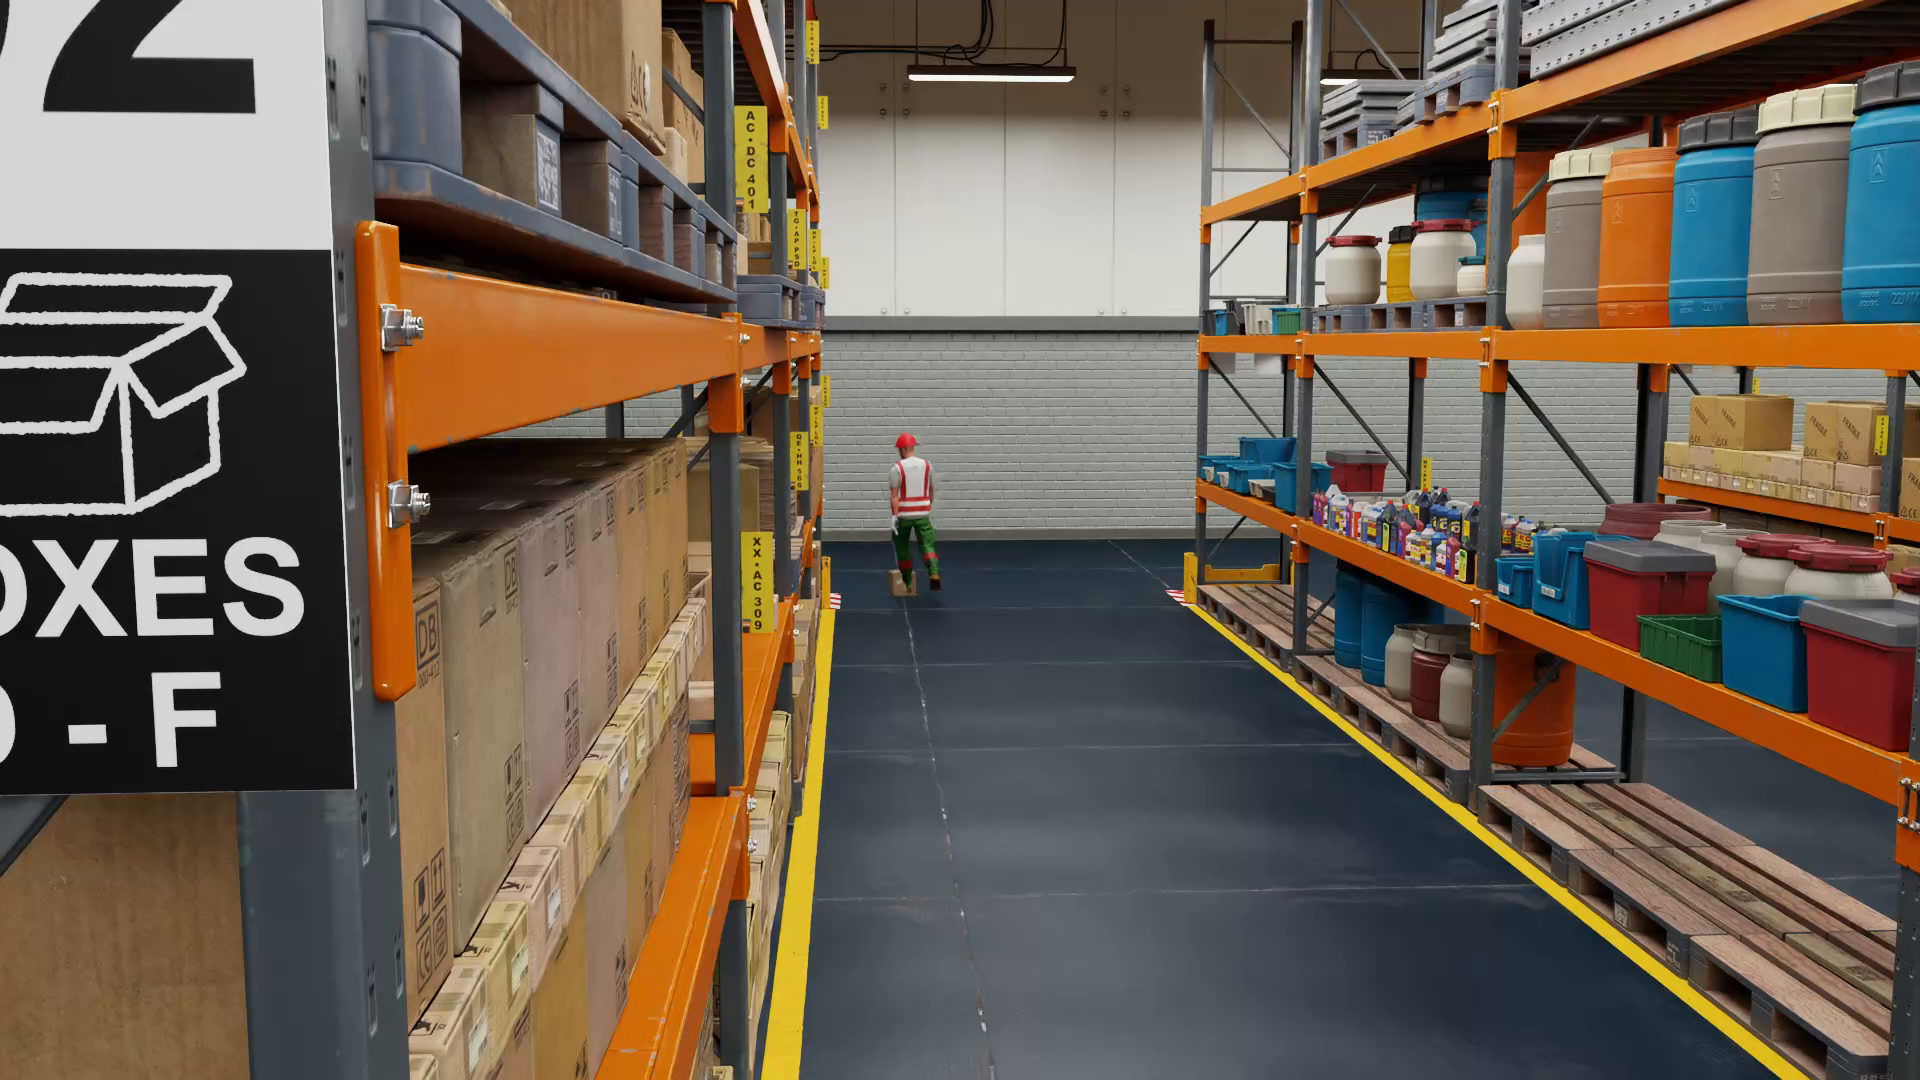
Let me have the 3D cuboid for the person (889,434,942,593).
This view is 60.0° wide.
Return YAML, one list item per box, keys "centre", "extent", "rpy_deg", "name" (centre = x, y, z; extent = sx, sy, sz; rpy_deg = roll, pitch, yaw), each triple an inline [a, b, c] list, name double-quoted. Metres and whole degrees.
- centre: [-0.505, -0.266, 17.821]
  extent: [0.542, 1.739, 0.949]
  rpy_deg: [-2, 7, -17]
  name: "person"
